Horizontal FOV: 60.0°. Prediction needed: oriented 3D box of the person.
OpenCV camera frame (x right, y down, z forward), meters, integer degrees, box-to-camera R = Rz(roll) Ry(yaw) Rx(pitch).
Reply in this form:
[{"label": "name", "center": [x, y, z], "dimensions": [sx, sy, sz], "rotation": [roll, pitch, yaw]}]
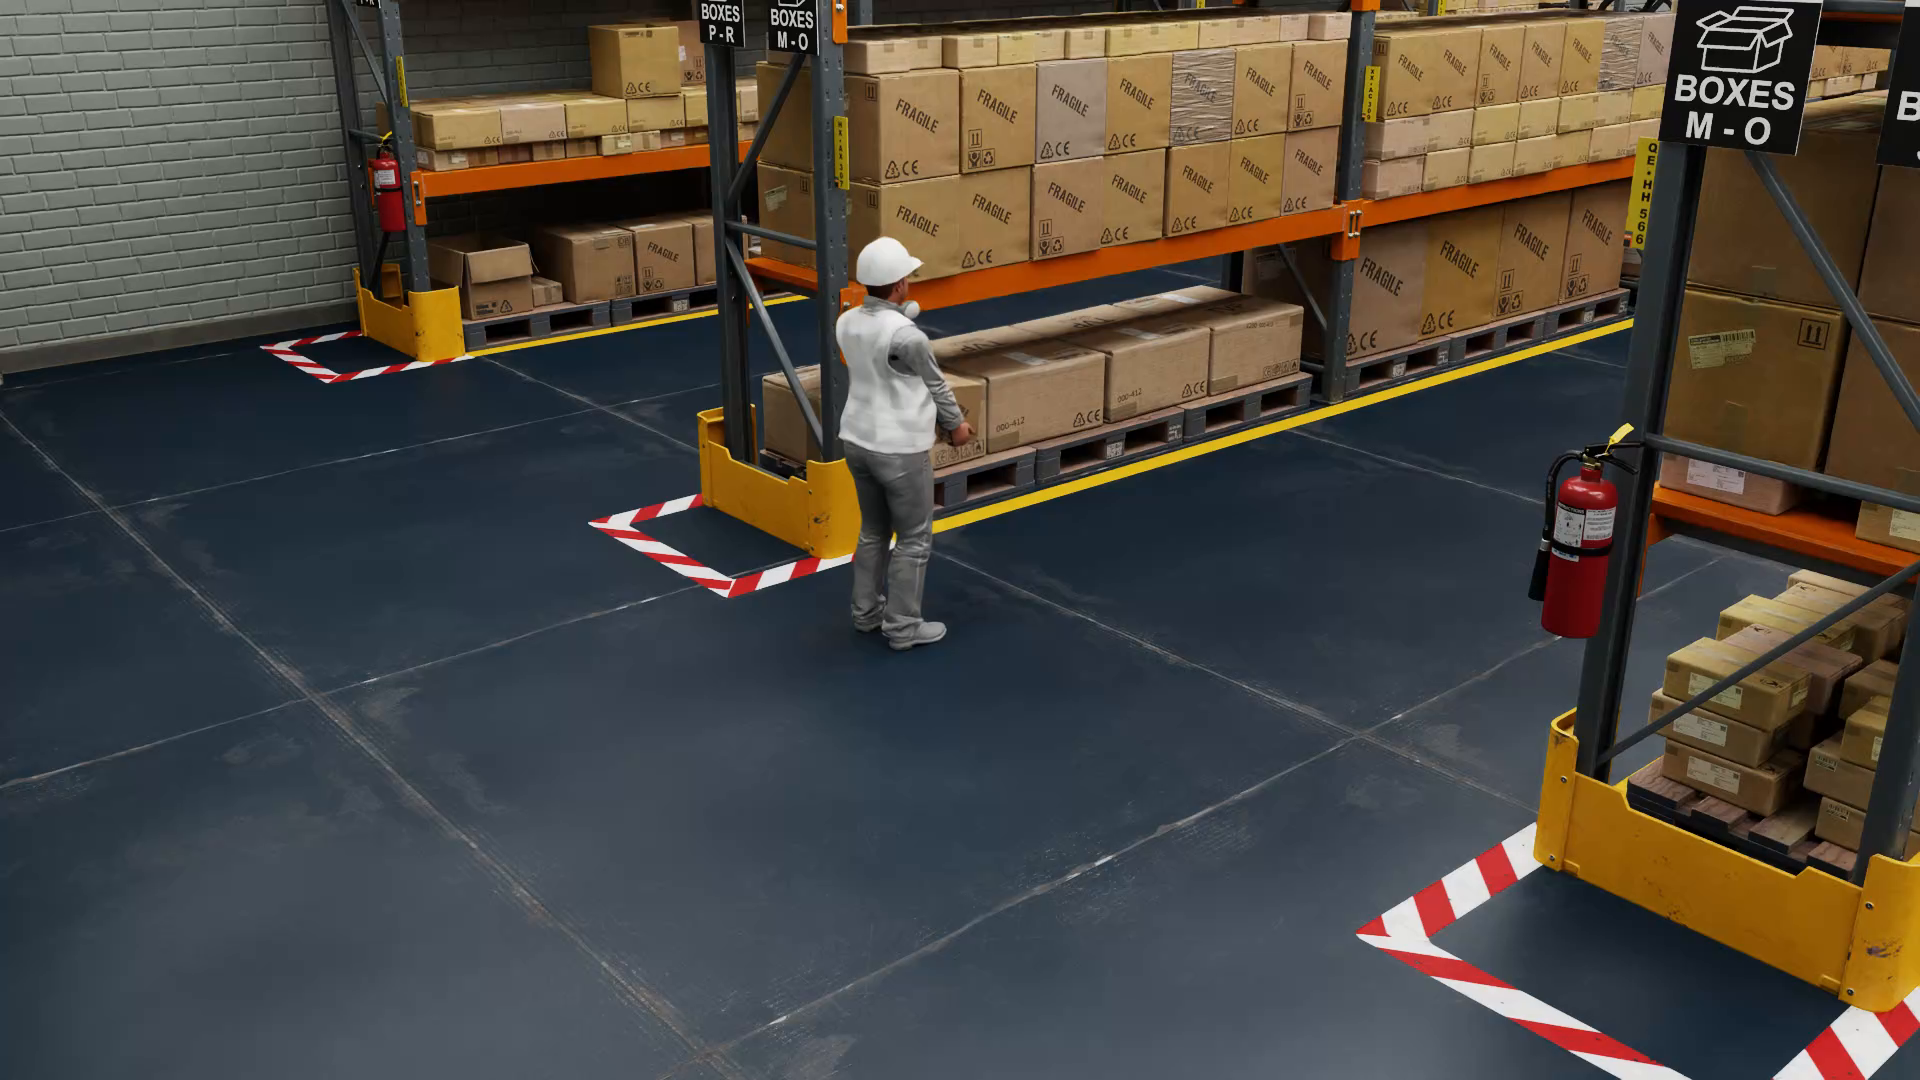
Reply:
[{"label": "person", "center": [-0.240, -0.432, 7.186], "dimensions": [0.552, 1.772, 0.495], "rotation": [-17, 27, -38]}]
